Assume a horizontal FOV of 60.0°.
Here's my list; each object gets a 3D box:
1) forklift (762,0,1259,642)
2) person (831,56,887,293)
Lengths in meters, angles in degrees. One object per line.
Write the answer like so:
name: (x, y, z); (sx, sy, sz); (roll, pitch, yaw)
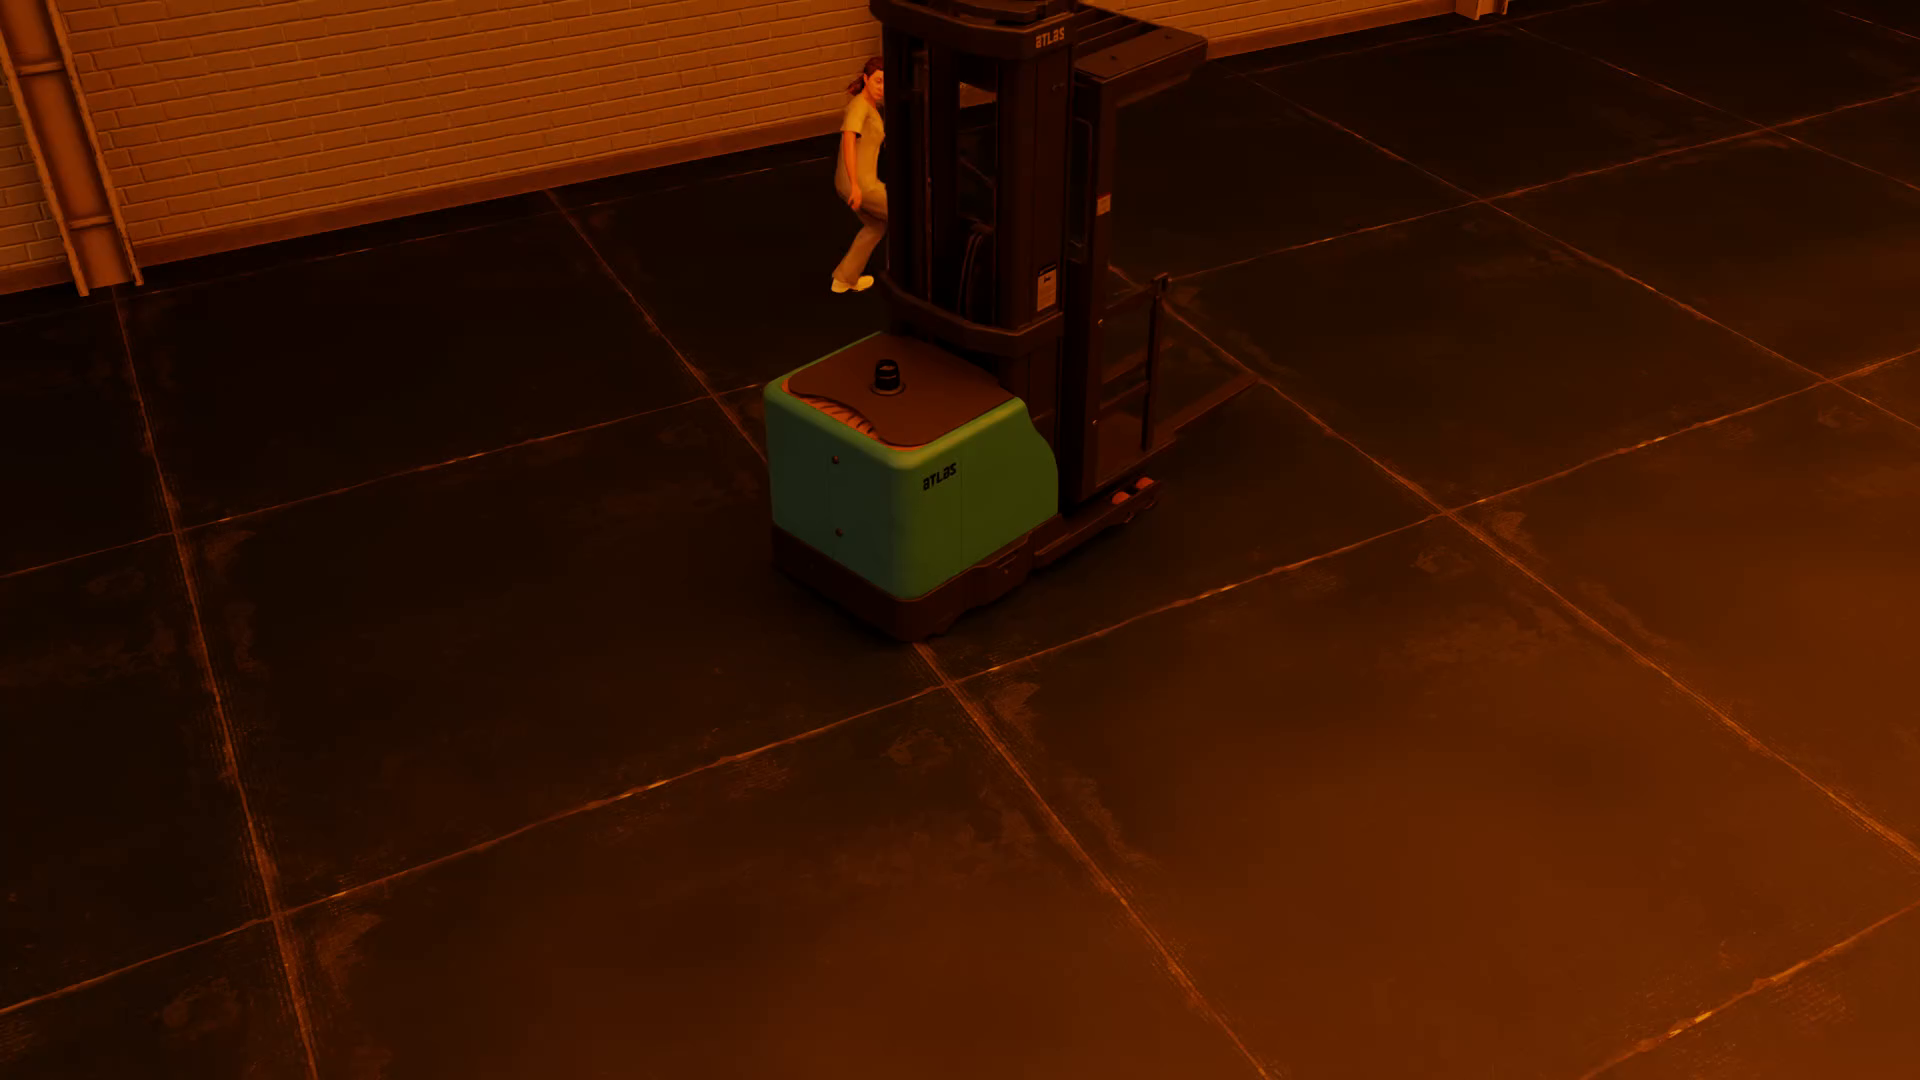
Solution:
forklift: (0.438, -1.469, 8.202); (1.130, 2.935, 3.031); (29, 45, 35)
person: (-0.476, -2.277, 10.573); (0.748, 1.519, 0.676); (-11, 37, -14)
